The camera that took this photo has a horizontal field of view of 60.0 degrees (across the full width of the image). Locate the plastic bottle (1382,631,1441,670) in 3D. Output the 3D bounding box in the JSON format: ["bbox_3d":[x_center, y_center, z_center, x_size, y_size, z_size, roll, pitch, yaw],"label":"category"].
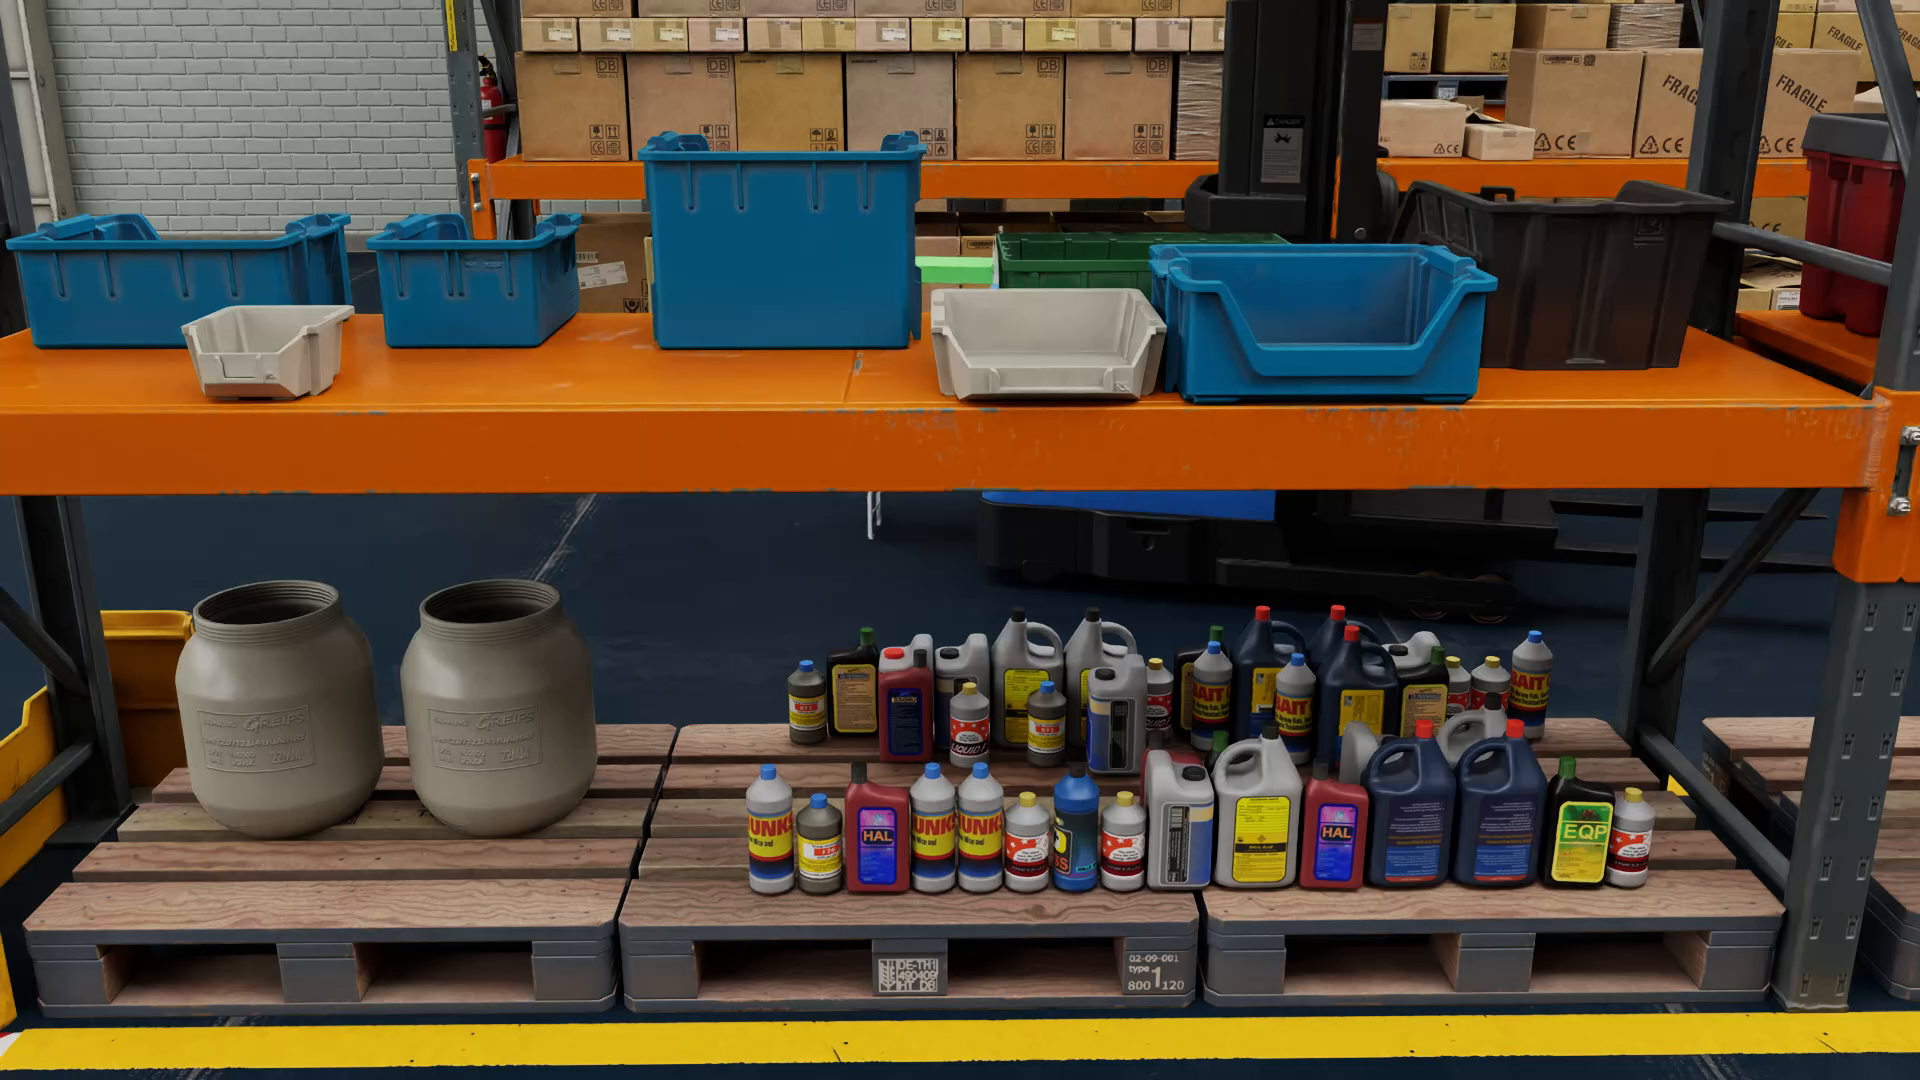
[{"bbox_3d":[1.133,0.371,4.218,0.135,0.276,0.152,0,18,1],"label":"plastic bottle"}]

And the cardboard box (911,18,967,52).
[{"bbox_3d":[-0.096,-2.388,7.856,0.250,0.149,0.380,0,18,1],"label":"cardboard box"}]

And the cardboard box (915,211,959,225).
[{"bbox_3d":[-0.261,-1.440,8.711,0.500,0.500,0.500,0,18,-1],"label":"cardboard box"}]

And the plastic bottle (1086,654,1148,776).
[{"bbox_3d":[0.382,0.419,4.069,0.135,0.276,0.152,0,18,-1],"label":"plastic bottle"}]

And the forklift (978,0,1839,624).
[{"bbox_3d":[1.638,-1.287,5.762,3.031,2.935,1.130,4,18,12],"label":"forklift"}]

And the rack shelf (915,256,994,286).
[{"bbox_3d":[-0.099,-0.997,6.329,0.480,0.148,0.258,2,18,6],"label":"rack shelf"}]

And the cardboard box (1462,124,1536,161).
[{"bbox_3d":[2.597,-1.929,8.060,0.250,0.149,0.380,0,18,-1],"label":"cardboard box"}]

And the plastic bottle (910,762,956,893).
[{"bbox_3d":[-0.057,0.600,3.512,0.097,0.271,0.097,0,18,0],"label":"plastic bottle"}]

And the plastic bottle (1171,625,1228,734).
[{"bbox_3d":[0.614,0.356,4.252,0.133,0.283,0.061,1,18,2],"label":"plastic bottle"}]

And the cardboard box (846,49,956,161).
[{"bbox_3d":[-0.277,-2.141,8.149,0.500,0.500,0.700,0,18,1],"label":"cardboard box"}]

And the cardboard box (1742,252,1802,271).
[{"bbox_3d":[4.143,-1.364,8.784,0.500,0.311,0.500,-1,18,-2],"label":"cardboard box"}]

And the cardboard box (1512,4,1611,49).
[{"bbox_3d":[4.597,-3.879,12.847,0.500,0.500,0.700,-2,18,-6],"label":"cardboard box"}]

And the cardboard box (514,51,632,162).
[{"bbox_3d":[-1.825,-2.133,8.123,0.500,0.500,0.700,0,18,-1],"label":"cardboard box"}]

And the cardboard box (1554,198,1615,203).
[{"bbox_3d":[4.906,-2.638,13.234,0.500,0.500,0.700,0,18,0],"label":"cardboard box"}]

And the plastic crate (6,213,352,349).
[{"bbox_3d":[-1.722,-0.597,3.742,0.616,0.251,0.499,0,18,-1],"label":"plastic crate"}]

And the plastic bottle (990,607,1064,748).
[{"bbox_3d":[0.168,0.339,4.196,0.185,0.351,0.144,0,18,1],"label":"plastic bottle"}]

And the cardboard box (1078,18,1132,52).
[{"bbox_3d":[0.667,-2.392,7.868,0.250,0.149,0.380,0,18,-1],"label":"cardboard box"}]

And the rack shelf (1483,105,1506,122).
[{"bbox_3d":[3.625,-3.286,13.060,4.000,0.370,1.077,0,18,-1],"label":"rack shelf"}]

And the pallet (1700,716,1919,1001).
[{"bbox_3d":[2.566,0.719,3.962,1.213,0.211,1.003,0,18,-1],"label":"pallet"}]

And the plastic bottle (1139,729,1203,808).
[{"bbox_3d":[0.463,0.551,3.646,0.133,0.283,0.061,0,18,-1],"label":"plastic bottle"}]

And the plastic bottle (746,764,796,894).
[{"bbox_3d":[-0.400,0.602,3.507,0.097,0.271,0.097,0,18,0],"label":"plastic bottle"}]

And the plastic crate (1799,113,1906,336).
[{"bbox_3d":[2.261,-0.720,3.776,0.583,0.464,0.402,0,18,-1],"label":"plastic crate"}]

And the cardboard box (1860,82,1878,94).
[{"bbox_3d":[6.986,-3.476,12.852,0.250,0.149,0.380,0,18,0],"label":"cardboard box"}]

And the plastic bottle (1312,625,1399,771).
[{"bbox_3d":[0.970,0.379,4.070,0.185,0.351,0.144,0,18,-1],"label":"plastic bottle"}]

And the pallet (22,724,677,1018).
[{"bbox_3d":[-1.330,0.736,3.906,1.213,0.211,1.003,0,18,-1],"label":"pallet"}]

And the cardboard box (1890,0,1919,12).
[{"bbox_3d":[7.120,-4.124,12.583,0.500,0.250,0.500,0,18,0],"label":"cardboard box"}]

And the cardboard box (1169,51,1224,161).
[{"bbox_3d":[1.264,-2.150,8.175,0.500,0.500,0.700,-1,18,-2],"label":"cardboard box"}]

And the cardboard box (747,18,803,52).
[{"bbox_3d":[-0.864,-2.385,7.847,0.250,0.149,0.380,-1,18,-3],"label":"cardboard box"}]

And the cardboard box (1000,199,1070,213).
[{"bbox_3d":[0.588,-2.621,13.181,0.500,0.500,0.500,-2,18,-5],"label":"cardboard box"}]

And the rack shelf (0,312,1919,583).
[{"bbox_3d":[-0.218,-0.241,3.567,4.000,0.370,1.077,0,18,-1],"label":"rack shelf"}]

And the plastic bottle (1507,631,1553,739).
[{"bbox_3d":[1.456,0.364,4.249,0.097,0.271,0.097,0,18,0],"label":"plastic bottle"}]

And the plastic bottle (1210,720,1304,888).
[{"bbox_3d":[0.628,0.552,3.533,0.185,0.351,0.144,0,18,-1],"label":"plastic bottle"}]

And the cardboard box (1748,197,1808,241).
[{"bbox_3d":[6.362,-2.778,13.130,0.750,0.750,0.750,-1,18,-2],"label":"cardboard box"}]

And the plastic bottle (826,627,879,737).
[{"bbox_3d":[-0.272,0.361,4.239,0.133,0.283,0.061,0,18,0],"label":"plastic bottle"}]

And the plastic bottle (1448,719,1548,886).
[{"bbox_3d":[1.142,0.549,3.541,0.185,0.351,0.144,-1,18,-2],"label":"plastic bottle"}]

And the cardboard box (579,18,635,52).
[{"bbox_3d":[-1.632,-2.382,7.836,0.250,0.149,0.380,-1,18,-2],"label":"cardboard box"}]

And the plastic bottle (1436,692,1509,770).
[{"bbox_3d":[1.140,0.505,3.678,0.185,0.351,0.144,0,18,-1],"label":"plastic bottle"}]

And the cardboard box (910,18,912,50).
[{"bbox_3d":[-0.362,-2.512,8.241,0.250,0.149,0.380,-1,18,-2],"label":"cardboard box"}]

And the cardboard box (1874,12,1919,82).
[{"bbox_3d":[7.135,-3.763,12.685,0.500,0.500,0.500,0,18,-1],"label":"cardboard box"}]

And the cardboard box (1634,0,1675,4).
[{"bbox_3d":[5.280,-4.194,12.764,0.250,0.149,0.380,-3,18,-8],"label":"cardboard box"}]

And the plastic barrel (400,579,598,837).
[{"bbox_3d":[-1.060,0.381,3.833,0.421,0.512,0.421,0,18,0],"label":"plastic barrel"}]

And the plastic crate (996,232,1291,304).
[{"bbox_3d":[0.420,-0.572,3.768,0.662,0.188,0.450,0,18,-1],"label":"plastic crate"}]

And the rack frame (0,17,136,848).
[{"bbox_3d":[-2.218,-0.574,3.427,0.127,3.000,1.000,0,18,-1],"label":"rack frame"}]

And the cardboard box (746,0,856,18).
[{"bbox_3d":[-0.742,-2.758,7.947,0.500,0.500,0.700,0,18,-1],"label":"cardboard box"}]

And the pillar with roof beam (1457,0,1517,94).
[{"bbox_3d":[4.379,-5.438,8.769,0.400,9.000,9.100,0,18,-1],"label":"pillar with roof beam"}]

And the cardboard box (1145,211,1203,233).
[{"bbox_3d":[1.239,-1.448,8.736,0.500,0.500,0.500,0,18,-1],"label":"cardboard box"}]

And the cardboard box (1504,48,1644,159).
[{"bbox_3d":[3.002,-2.155,8.192,0.500,0.500,0.500,1,18,3],"label":"cardboard box"}]

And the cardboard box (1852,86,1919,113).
[{"bbox_3d":[4.810,-2.138,8.448,0.500,0.311,0.500,0,18,-2],"label":"cardboard box"}]

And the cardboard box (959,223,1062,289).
[{"bbox_3d":[0.247,-1.283,8.222,0.500,0.500,0.500,0,18,-1],"label":"cardboard box"}]

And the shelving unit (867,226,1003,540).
[{"bbox_3d":[-0.099,-0.601,6.457,0.503,1.200,0.258,2,18,6],"label":"shelving unit"}]

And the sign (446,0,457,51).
[{"bbox_3d":[-2.289,-2.368,7.470,0.005,0.325,0.100,0,18,-1],"label":"sign"}]

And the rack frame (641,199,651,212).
[{"bbox_3d":[-2.374,-3.600,12.860,0.127,3.000,1.000,0,18,-1],"label":"rack frame"}]

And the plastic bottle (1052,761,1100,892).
[{"bbox_3d":[0.245,0.599,3.517,0.097,0.271,0.097,0,18,0],"label":"plastic bottle"}]

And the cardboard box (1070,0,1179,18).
[{"bbox_3d":[0.759,-2.765,7.968,0.500,0.500,0.700,0,18,-1],"label":"cardboard box"}]
